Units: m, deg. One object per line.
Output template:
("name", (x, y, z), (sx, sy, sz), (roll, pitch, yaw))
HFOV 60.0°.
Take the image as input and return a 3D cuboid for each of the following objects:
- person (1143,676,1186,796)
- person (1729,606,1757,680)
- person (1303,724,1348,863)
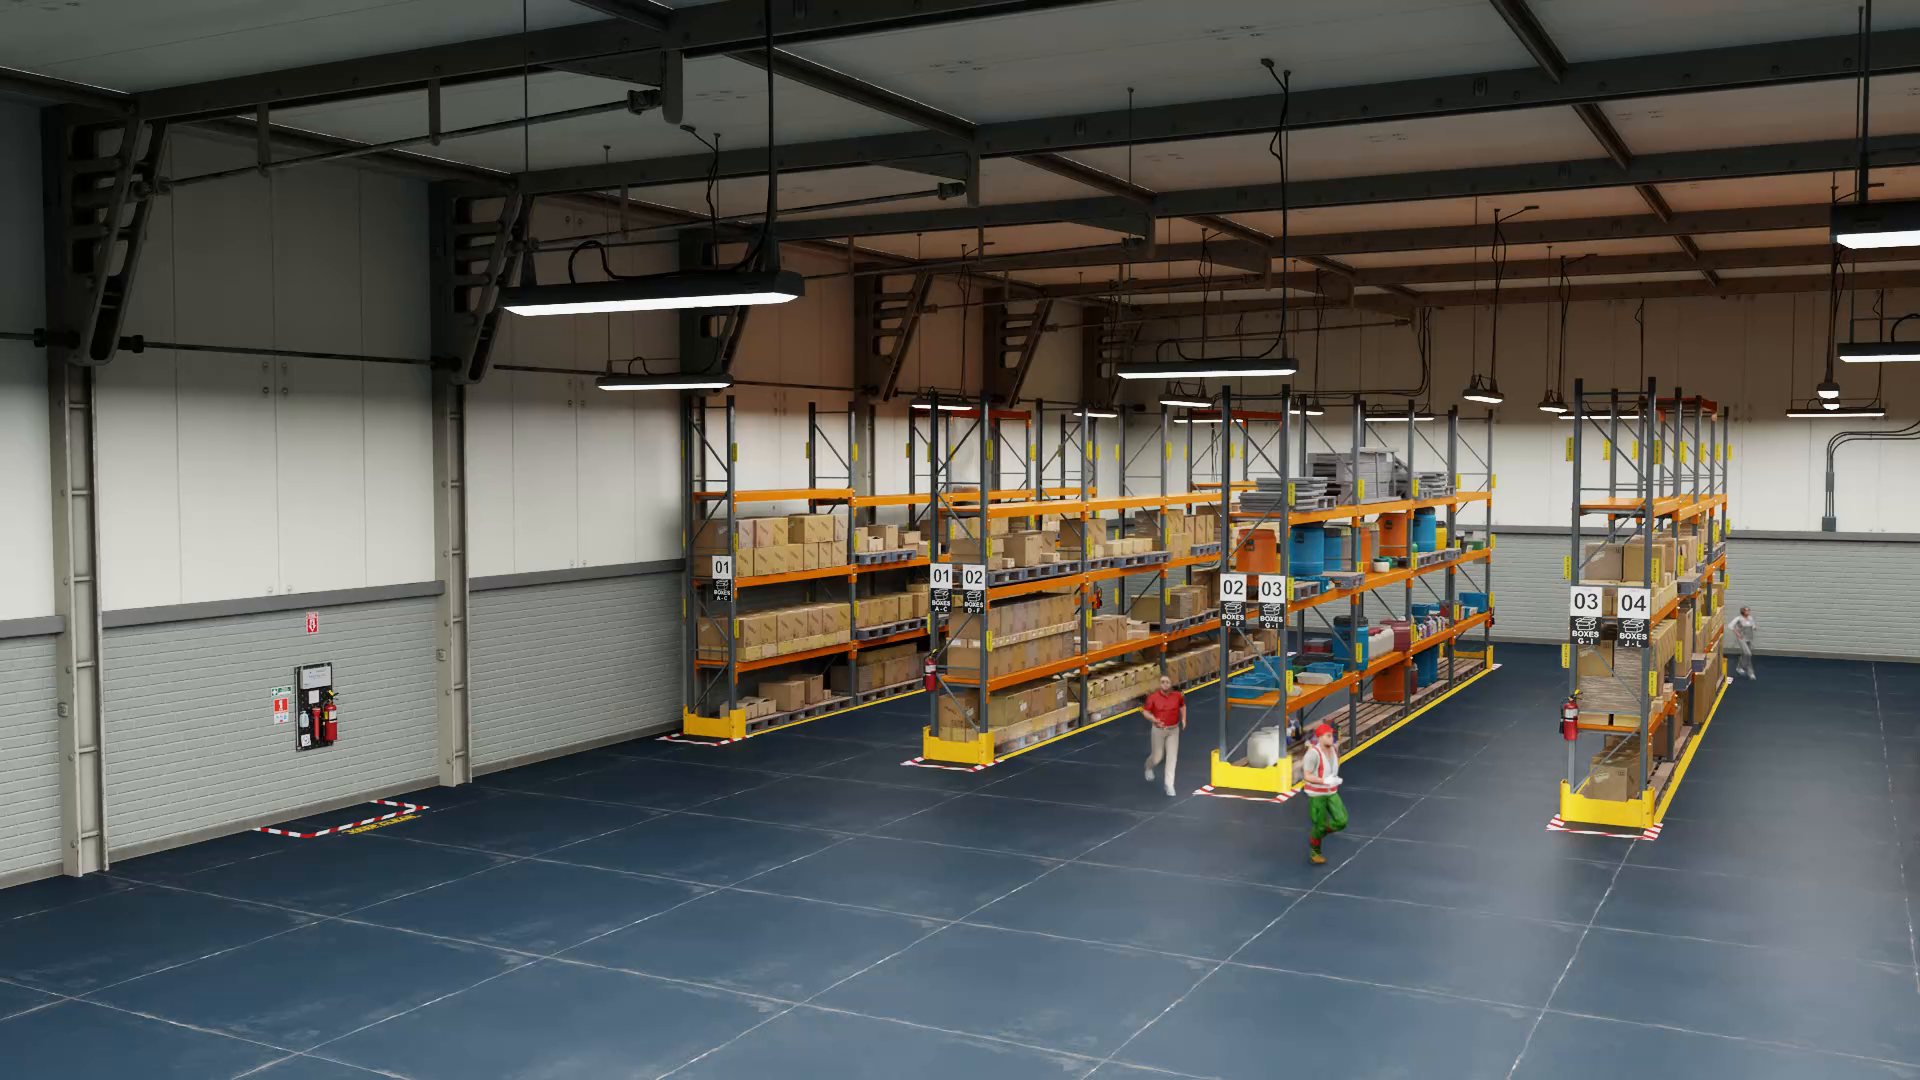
("person", (3.032, 2.860, 24.626), (0.672, 1.735, 0.917), (0, 3, -4))
("person", (17.358, 2.268, 36.845), (0.539, 1.636, 0.711), (-1, 3, -16))
("person", (4.434, 3.073, 20.055), (0.707, 1.726, 0.657), (-2, 3, -31))
